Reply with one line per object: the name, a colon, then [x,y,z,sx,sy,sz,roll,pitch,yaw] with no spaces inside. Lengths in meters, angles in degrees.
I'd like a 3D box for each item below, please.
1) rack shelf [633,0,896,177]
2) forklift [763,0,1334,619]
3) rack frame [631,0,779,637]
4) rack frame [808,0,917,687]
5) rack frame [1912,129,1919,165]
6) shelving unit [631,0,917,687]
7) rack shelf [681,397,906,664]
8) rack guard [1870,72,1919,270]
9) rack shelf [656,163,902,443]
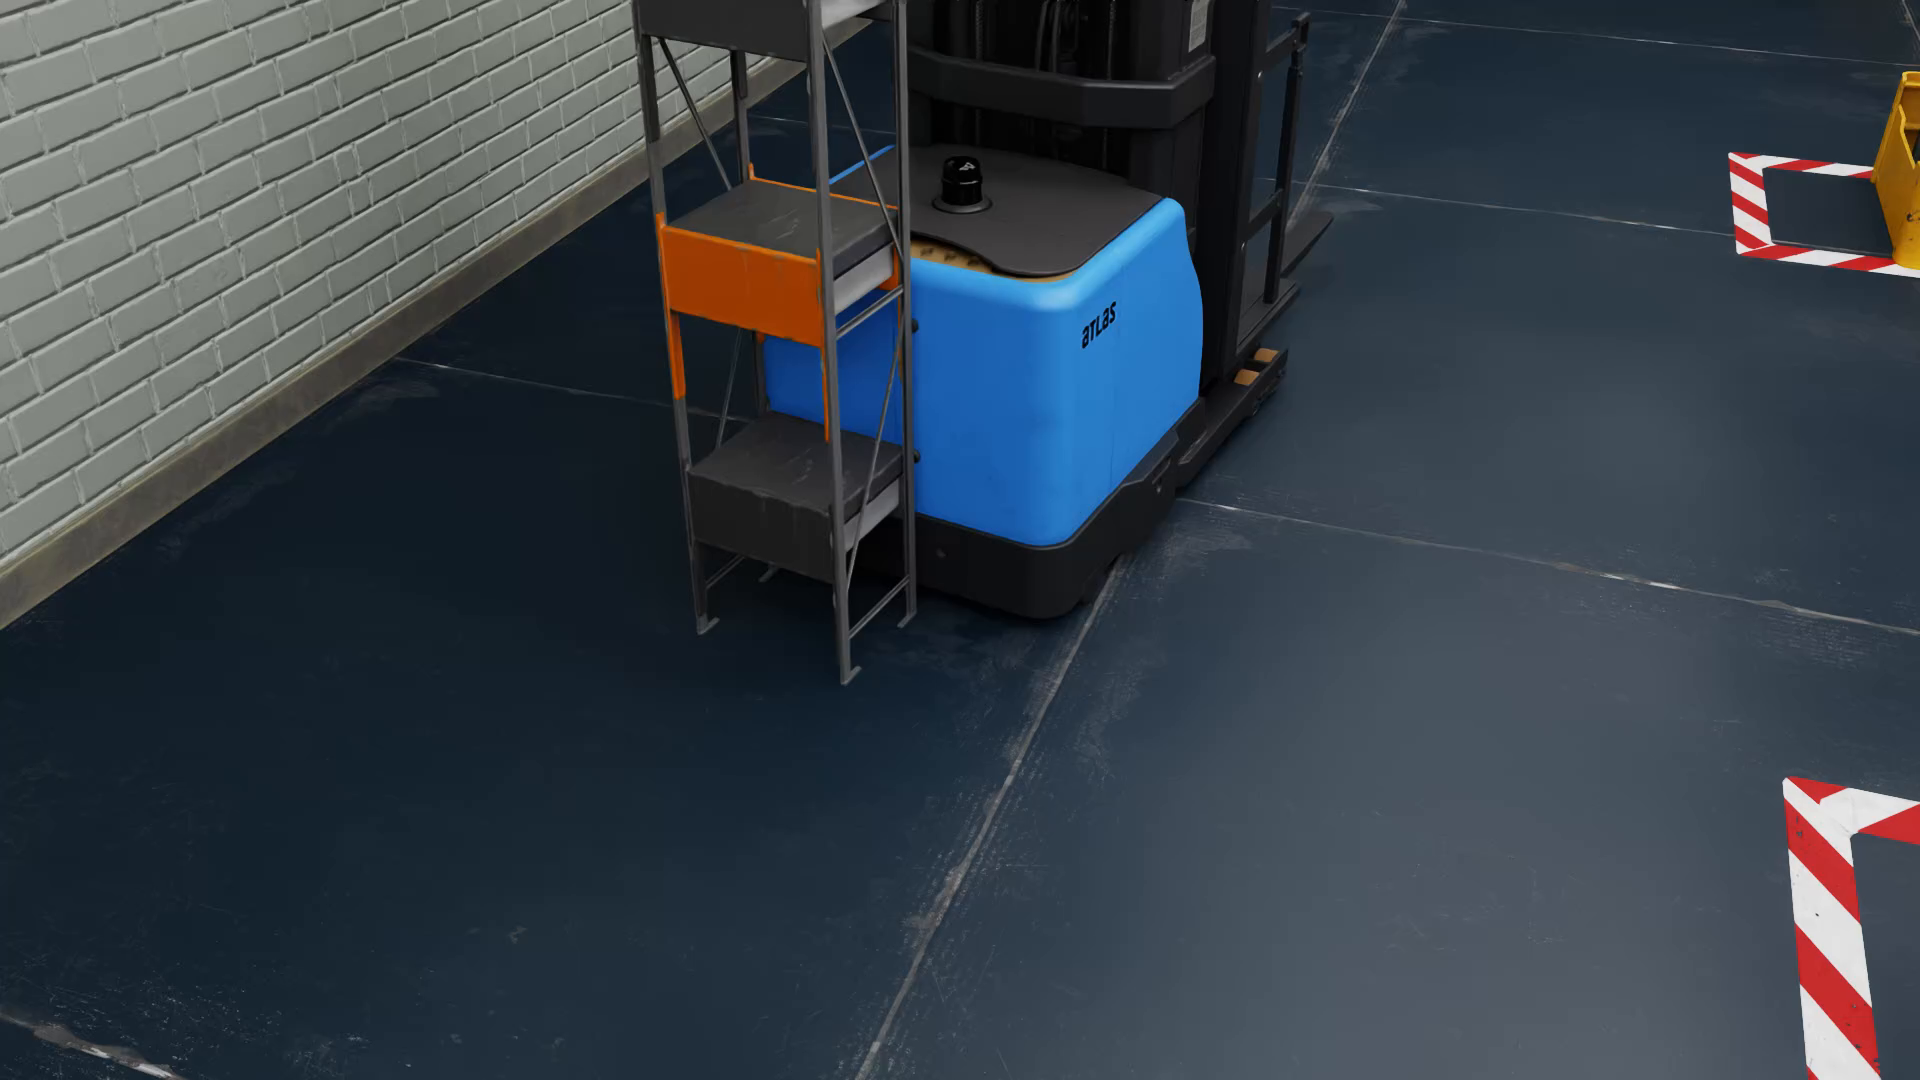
rack shelf: [-0.444,-1.211,3.925,0.480,0.518,0.431,17,36,24]
forklift: [0.542,-1.780,5.305,1.130,2.935,3.031,17,36,24]
rack frame: [-0.658,-0.698,4.395,0.015,2.100,0.400,17,36,24]
rack frame: [-0.230,-0.571,4.198,0.015,2.100,0.400,17,36,24]
rack frame: [4.342,-2.679,6.634,0.127,3.000,1.000,11,34,16]
shelving unit: [-0.444,-0.635,4.297,0.503,2.100,0.431,17,36,24]
rack shelf: [-0.444,-0.035,4.684,0.480,0.518,0.431,17,36,24]
rack guard: [4.319,-1.633,7.319,0.348,0.500,1.175,11,34,16]
rack shelf: [-0.444,-0.623,4.304,0.480,0.518,0.431,17,36,24]
